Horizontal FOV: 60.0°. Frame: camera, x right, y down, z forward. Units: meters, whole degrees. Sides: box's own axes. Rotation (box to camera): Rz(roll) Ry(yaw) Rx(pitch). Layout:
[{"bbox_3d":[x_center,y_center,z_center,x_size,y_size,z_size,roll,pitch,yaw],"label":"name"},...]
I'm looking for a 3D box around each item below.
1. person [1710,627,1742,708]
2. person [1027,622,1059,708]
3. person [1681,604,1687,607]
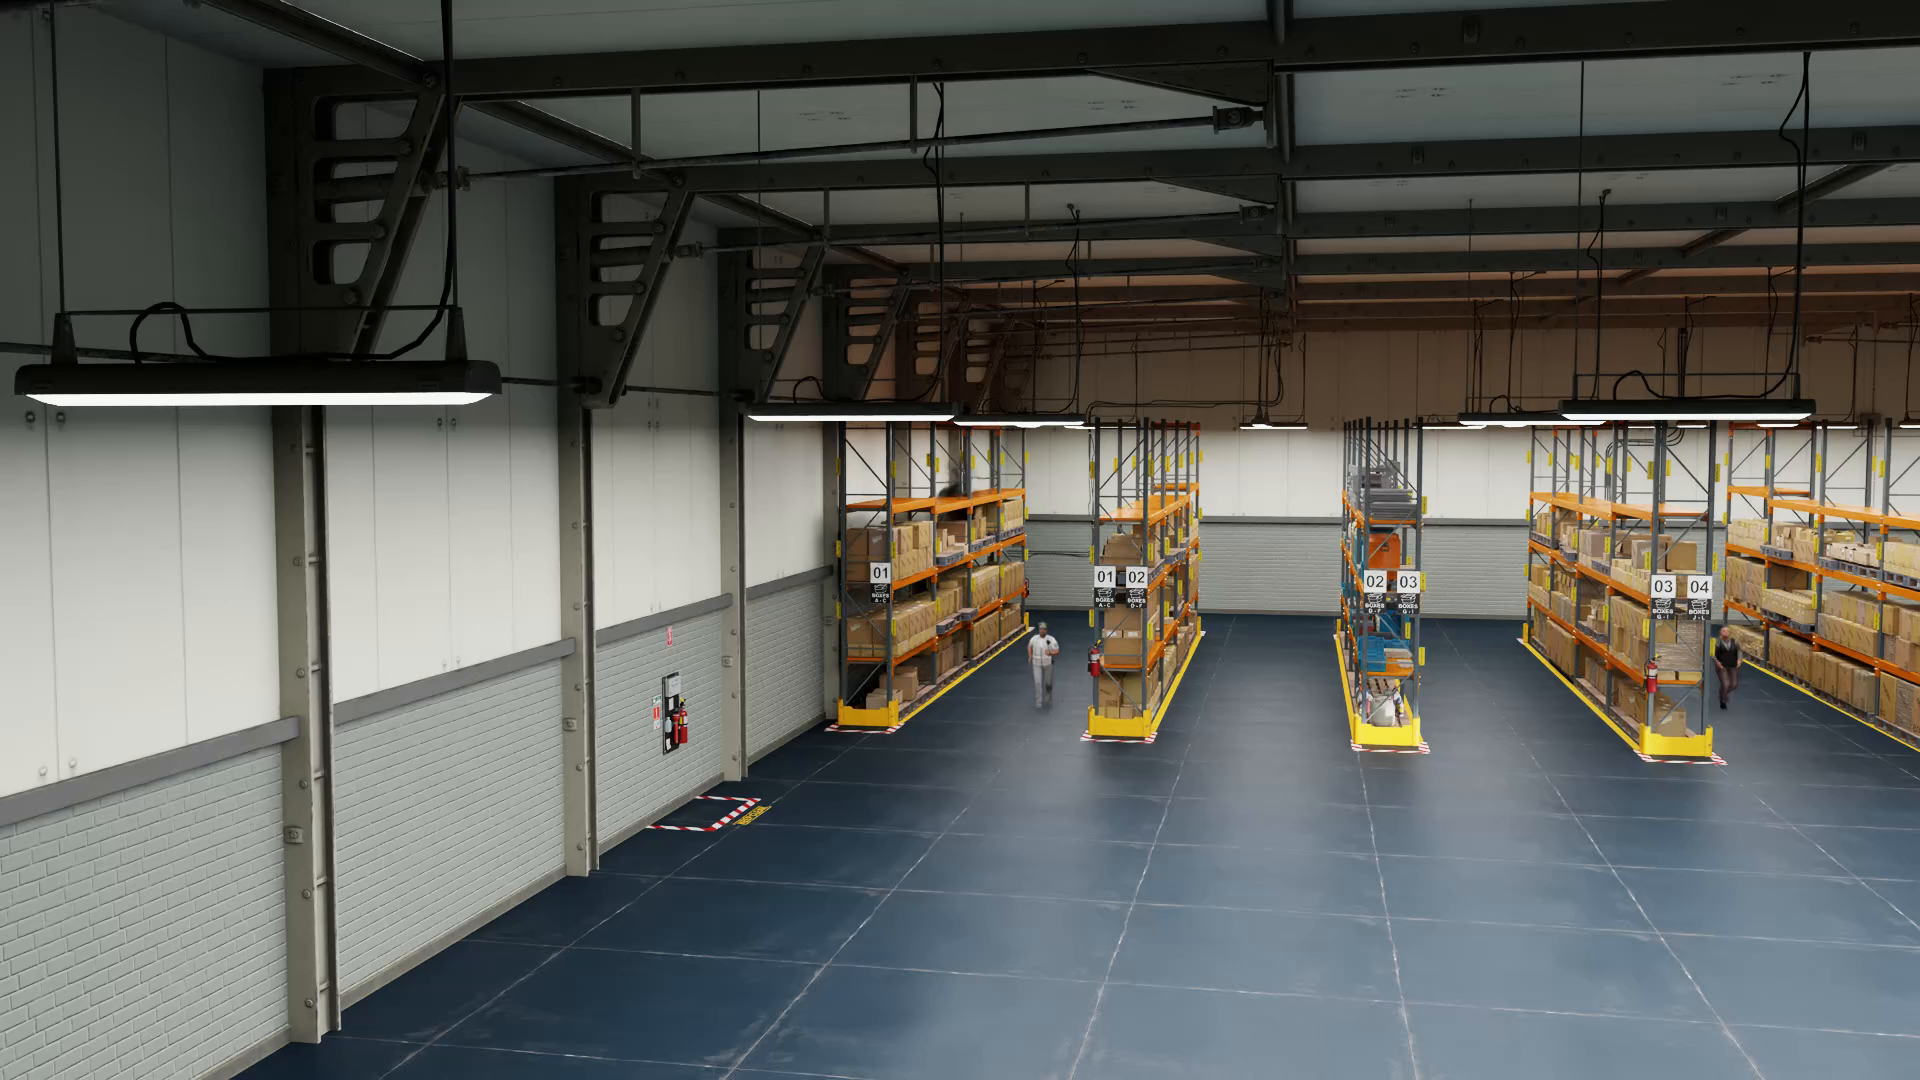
[{"bbox_3d":[15.912,2.683,34.532,0.666,1.617,0.528,1,4,9],"label":"person"},{"bbox_3d":[1.723,2.583,34.681,0.673,1.750,0.944,0,4,7],"label":"person"},{"bbox_3d":[18.768,2.121,43.260,0.625,1.623,0.627,1,4,12],"label":"person"}]
